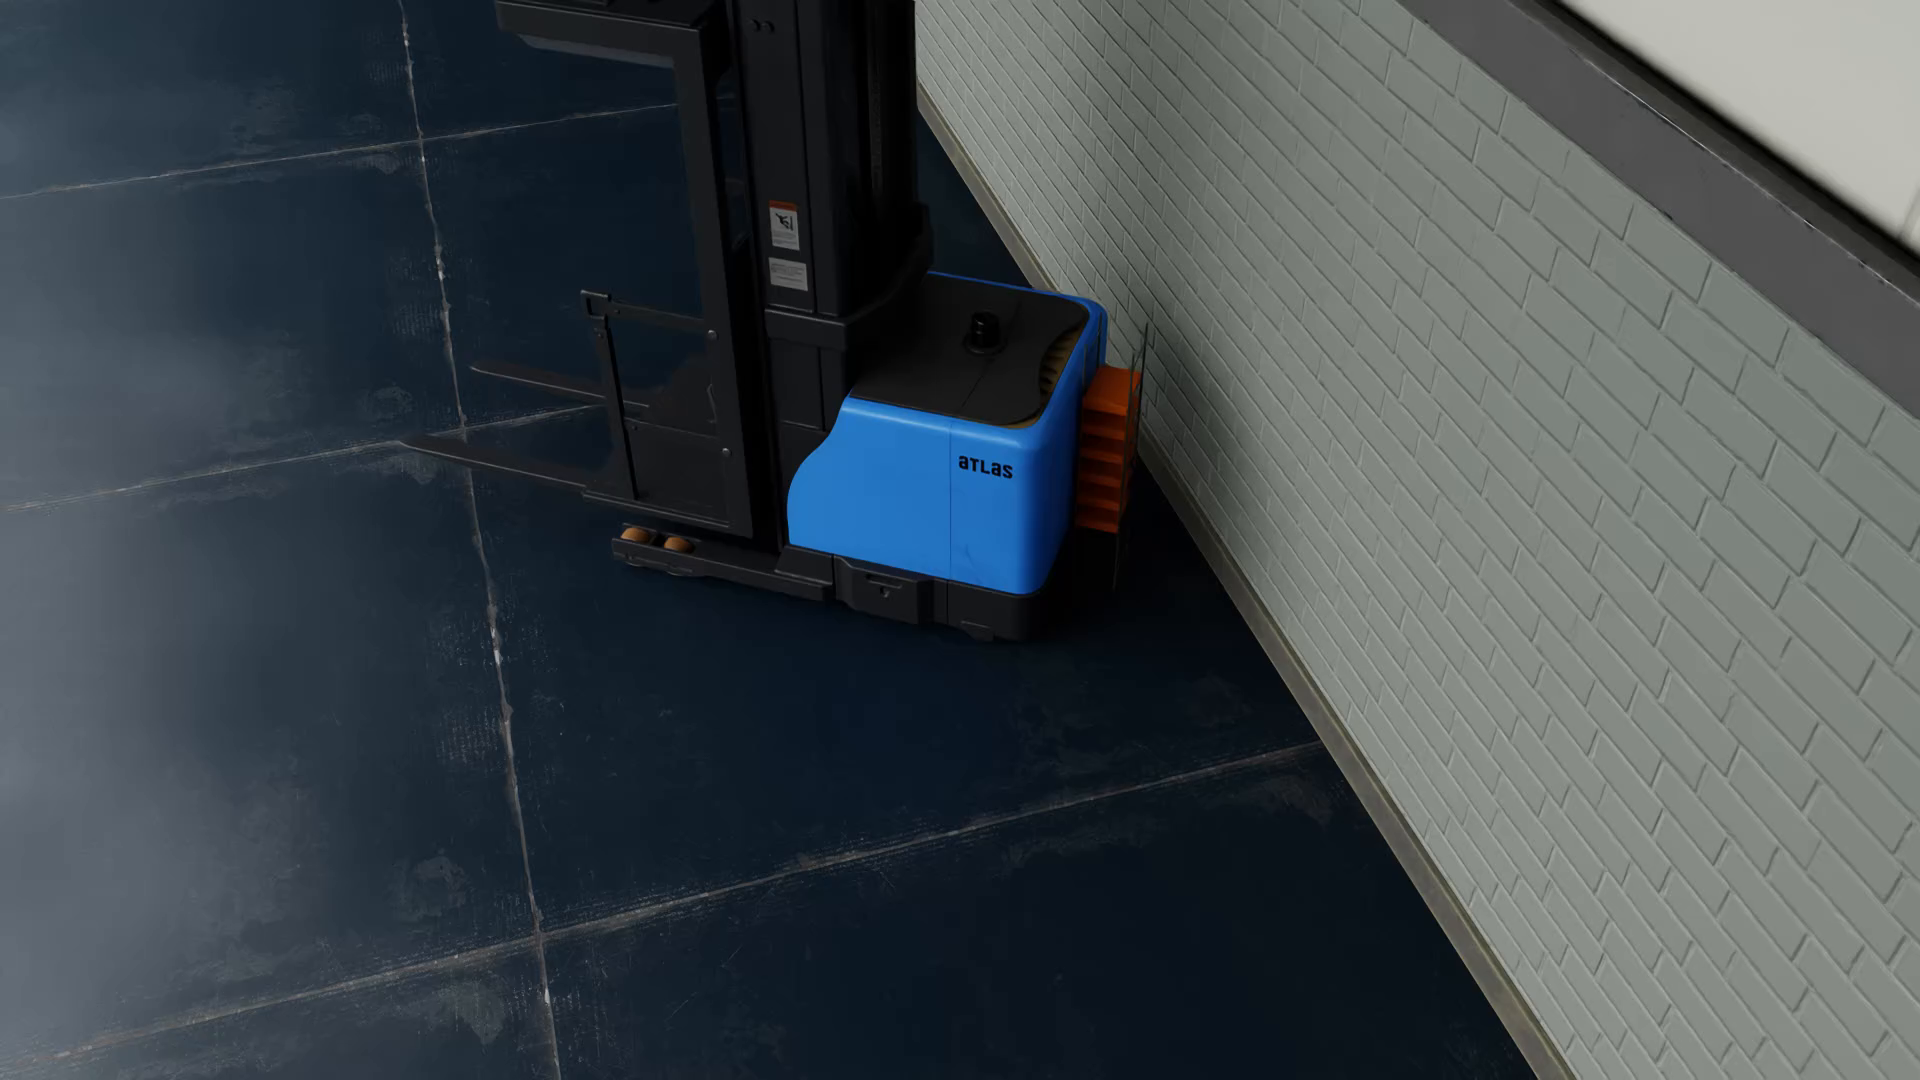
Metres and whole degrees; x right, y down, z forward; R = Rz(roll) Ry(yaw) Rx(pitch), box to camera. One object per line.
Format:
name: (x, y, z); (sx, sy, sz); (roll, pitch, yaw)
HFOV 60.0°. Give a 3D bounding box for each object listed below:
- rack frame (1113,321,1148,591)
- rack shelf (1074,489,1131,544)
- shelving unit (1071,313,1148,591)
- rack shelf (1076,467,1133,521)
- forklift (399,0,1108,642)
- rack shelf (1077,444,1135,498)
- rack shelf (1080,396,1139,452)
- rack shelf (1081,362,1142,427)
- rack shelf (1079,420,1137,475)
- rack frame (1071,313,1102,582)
rack frame: (0.684, -0.313, 6.696); (0.006, 1.200, 0.240); (12, 43, 14)
rack shelf: (0.597, -0.118, 6.905); (0.180, 0.103, 0.258); (12, 43, 14)
shelving unit: (0.597, -0.332, 6.718); (0.189, 1.200, 0.258); (12, 43, 14)
rack shelf: (0.597, -0.208, 6.826); (0.180, 0.103, 0.258); (12, 43, 14)
forklift: (-0.962, -1.266, 6.472); (3.031, 2.935, 1.130); (12, 43, 14)
rack shelf: (0.597, -0.298, 6.747); (0.180, 0.103, 0.258); (12, 43, 14)
rack shelf: (0.597, -0.479, 6.589); (0.180, 0.103, 0.258); (12, 43, 14)
rack shelf: (0.597, -0.570, 6.510); (0.180, 0.103, 0.258); (12, 43, 14)
rack shelf: (0.597, -0.389, 6.668); (0.180, 0.103, 0.258); (12, 43, 14)
rack frame: (0.510, -0.351, 6.740); (0.006, 1.200, 0.240); (12, 43, 14)
